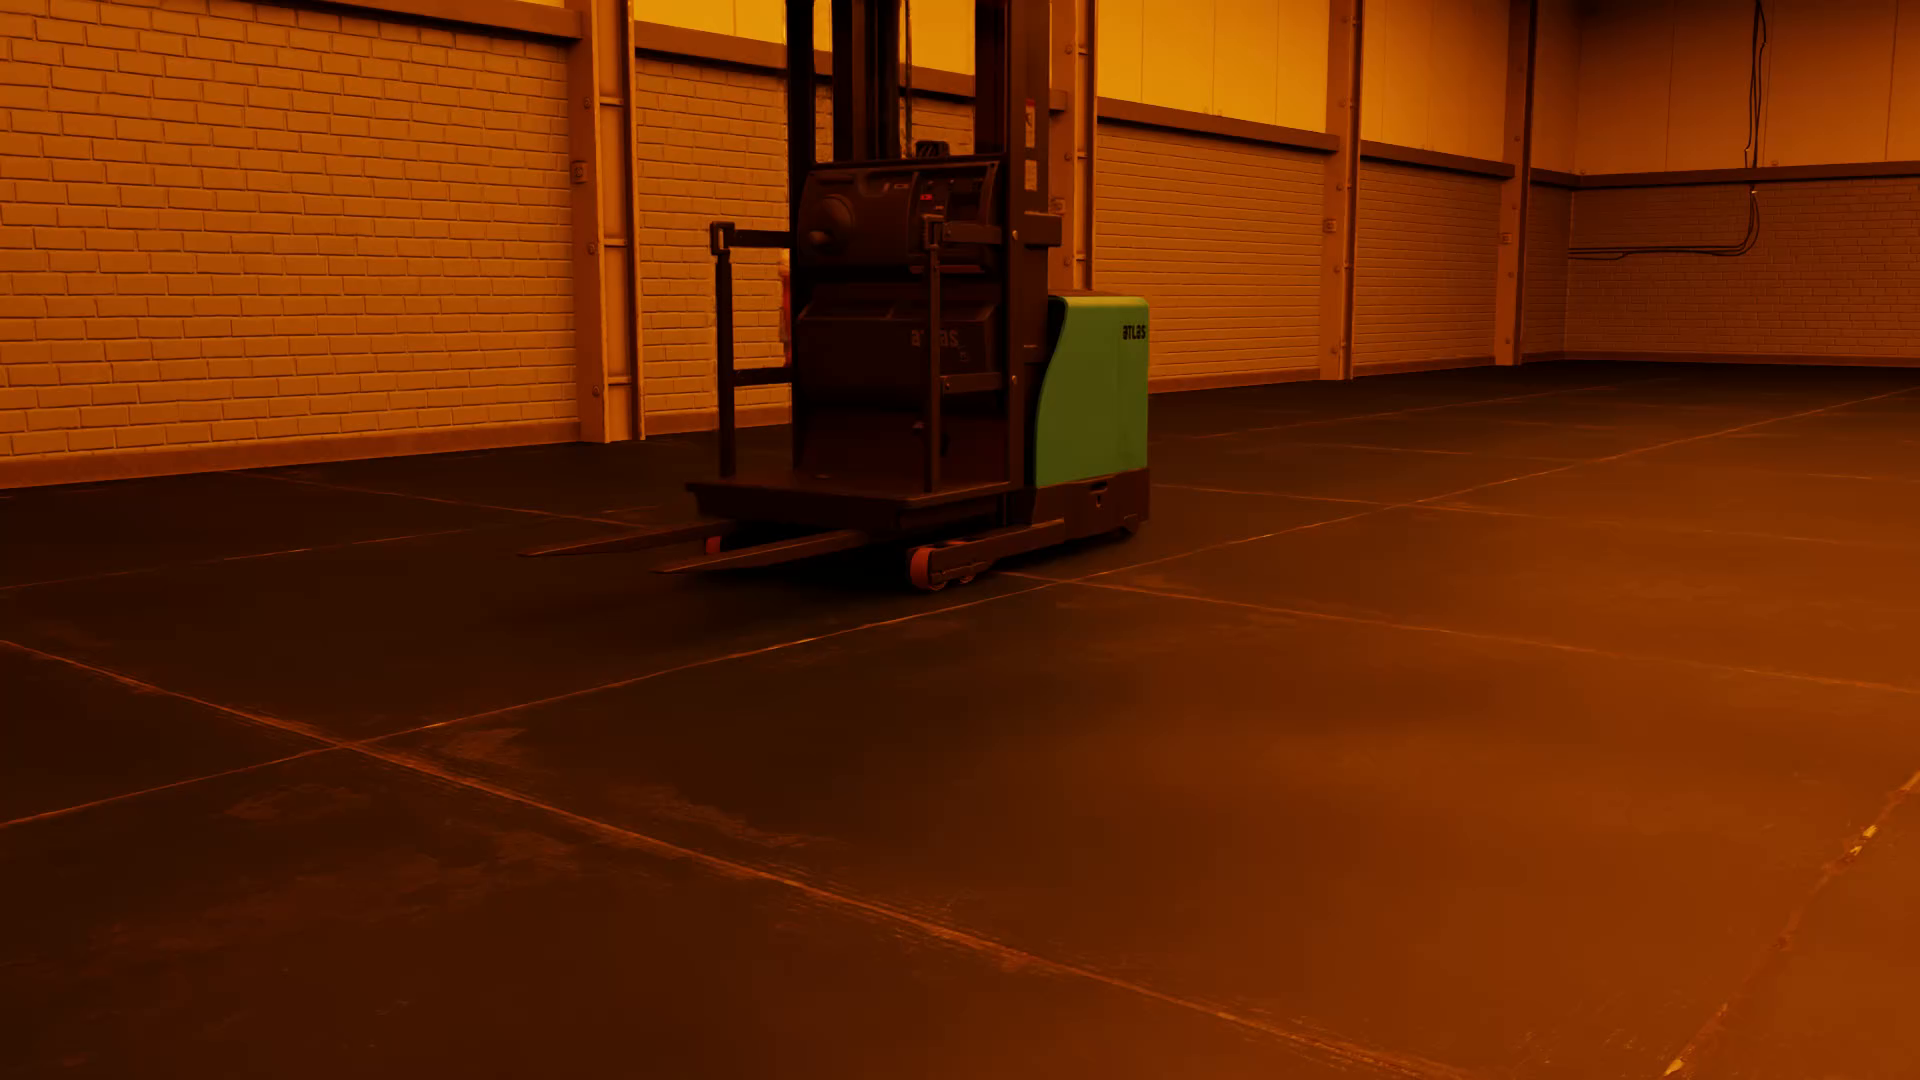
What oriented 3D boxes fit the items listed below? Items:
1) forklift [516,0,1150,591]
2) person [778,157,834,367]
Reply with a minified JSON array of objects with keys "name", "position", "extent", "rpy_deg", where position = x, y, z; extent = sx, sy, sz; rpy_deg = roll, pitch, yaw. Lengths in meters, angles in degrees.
[{"name":"forklift","position":[-0.370,-1.339,6.433],"extent":[1.130,2.935,3.031],"rpy_deg":[5,10,33]},{"name":"person","position":[-0.624,-0.957,7.995],"extent":[0.440,1.725,0.787],"rpy_deg":[2,9,15]}]
